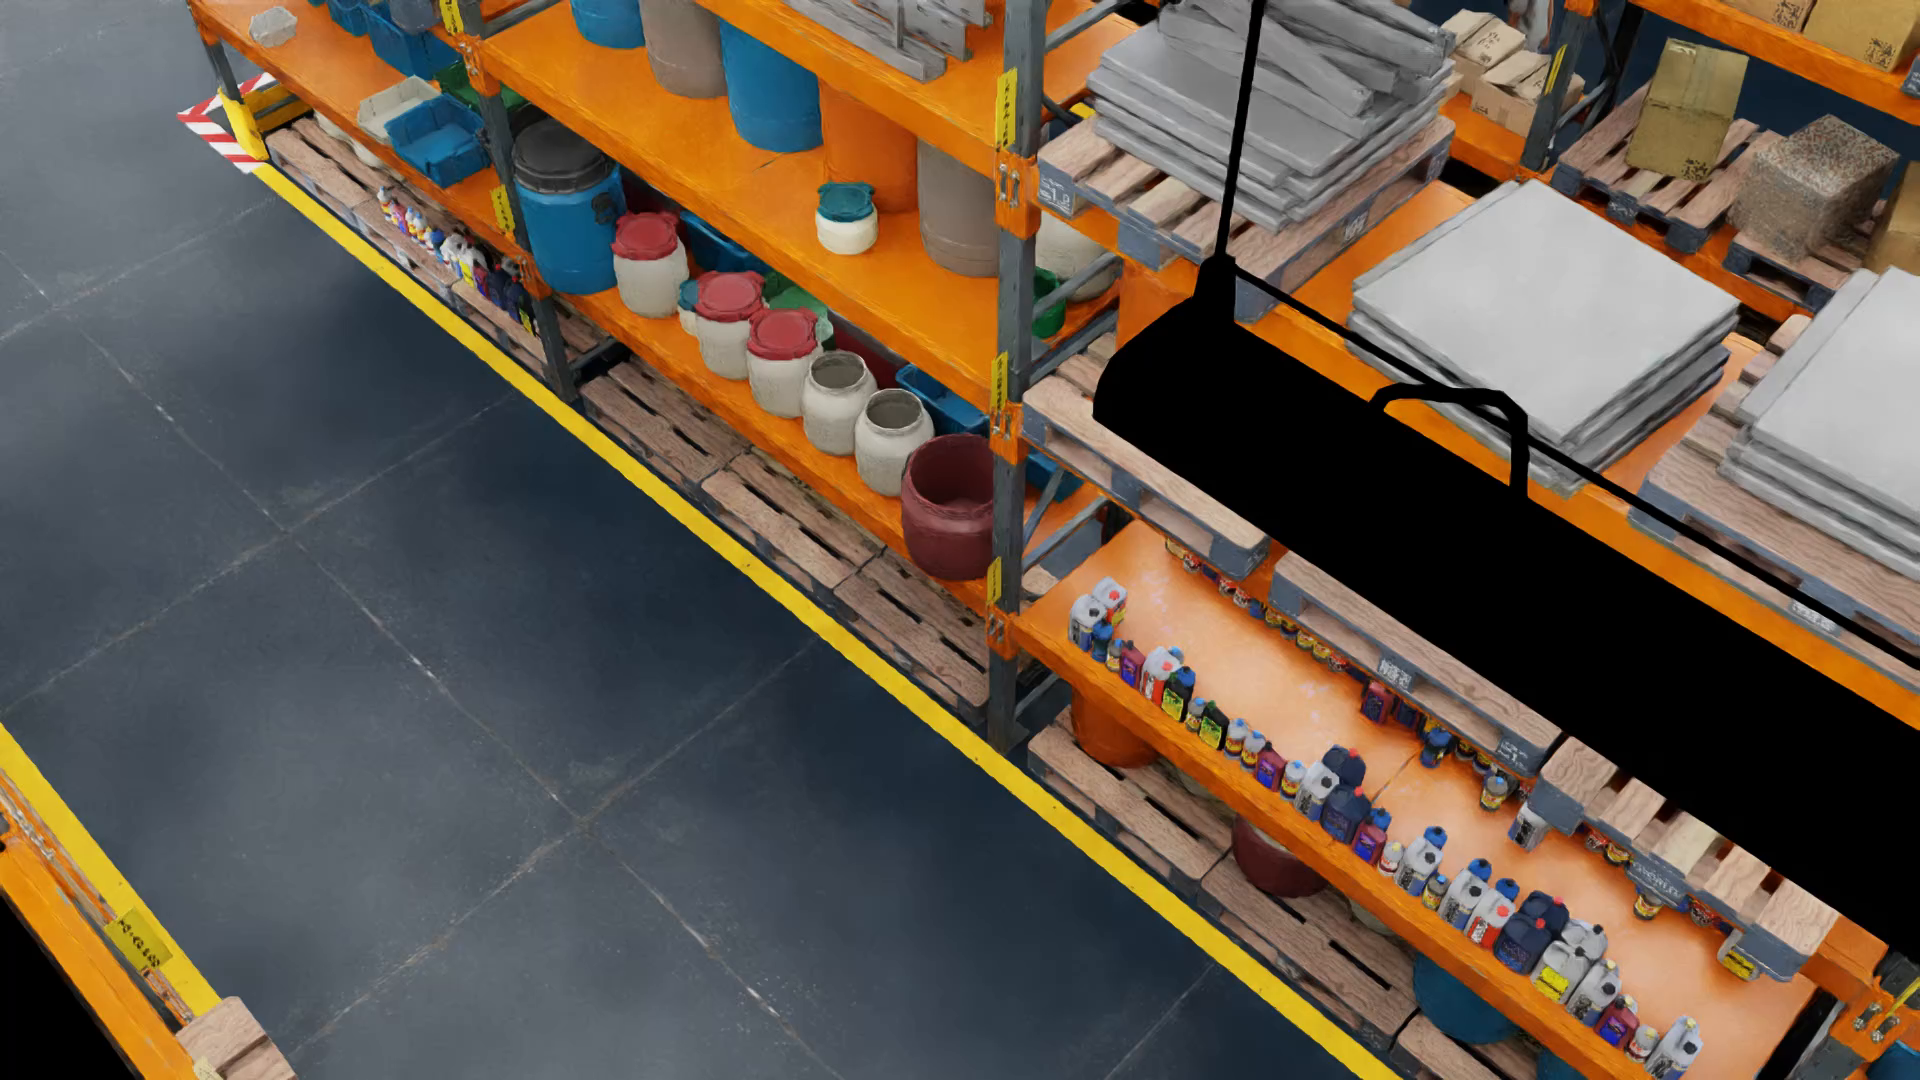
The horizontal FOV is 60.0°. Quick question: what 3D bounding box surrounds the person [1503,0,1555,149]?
[{"bbox_3d":[4.194,-3.808,12.529,1.095,1.570,0.446,35,58,26],"label":"person"}]
